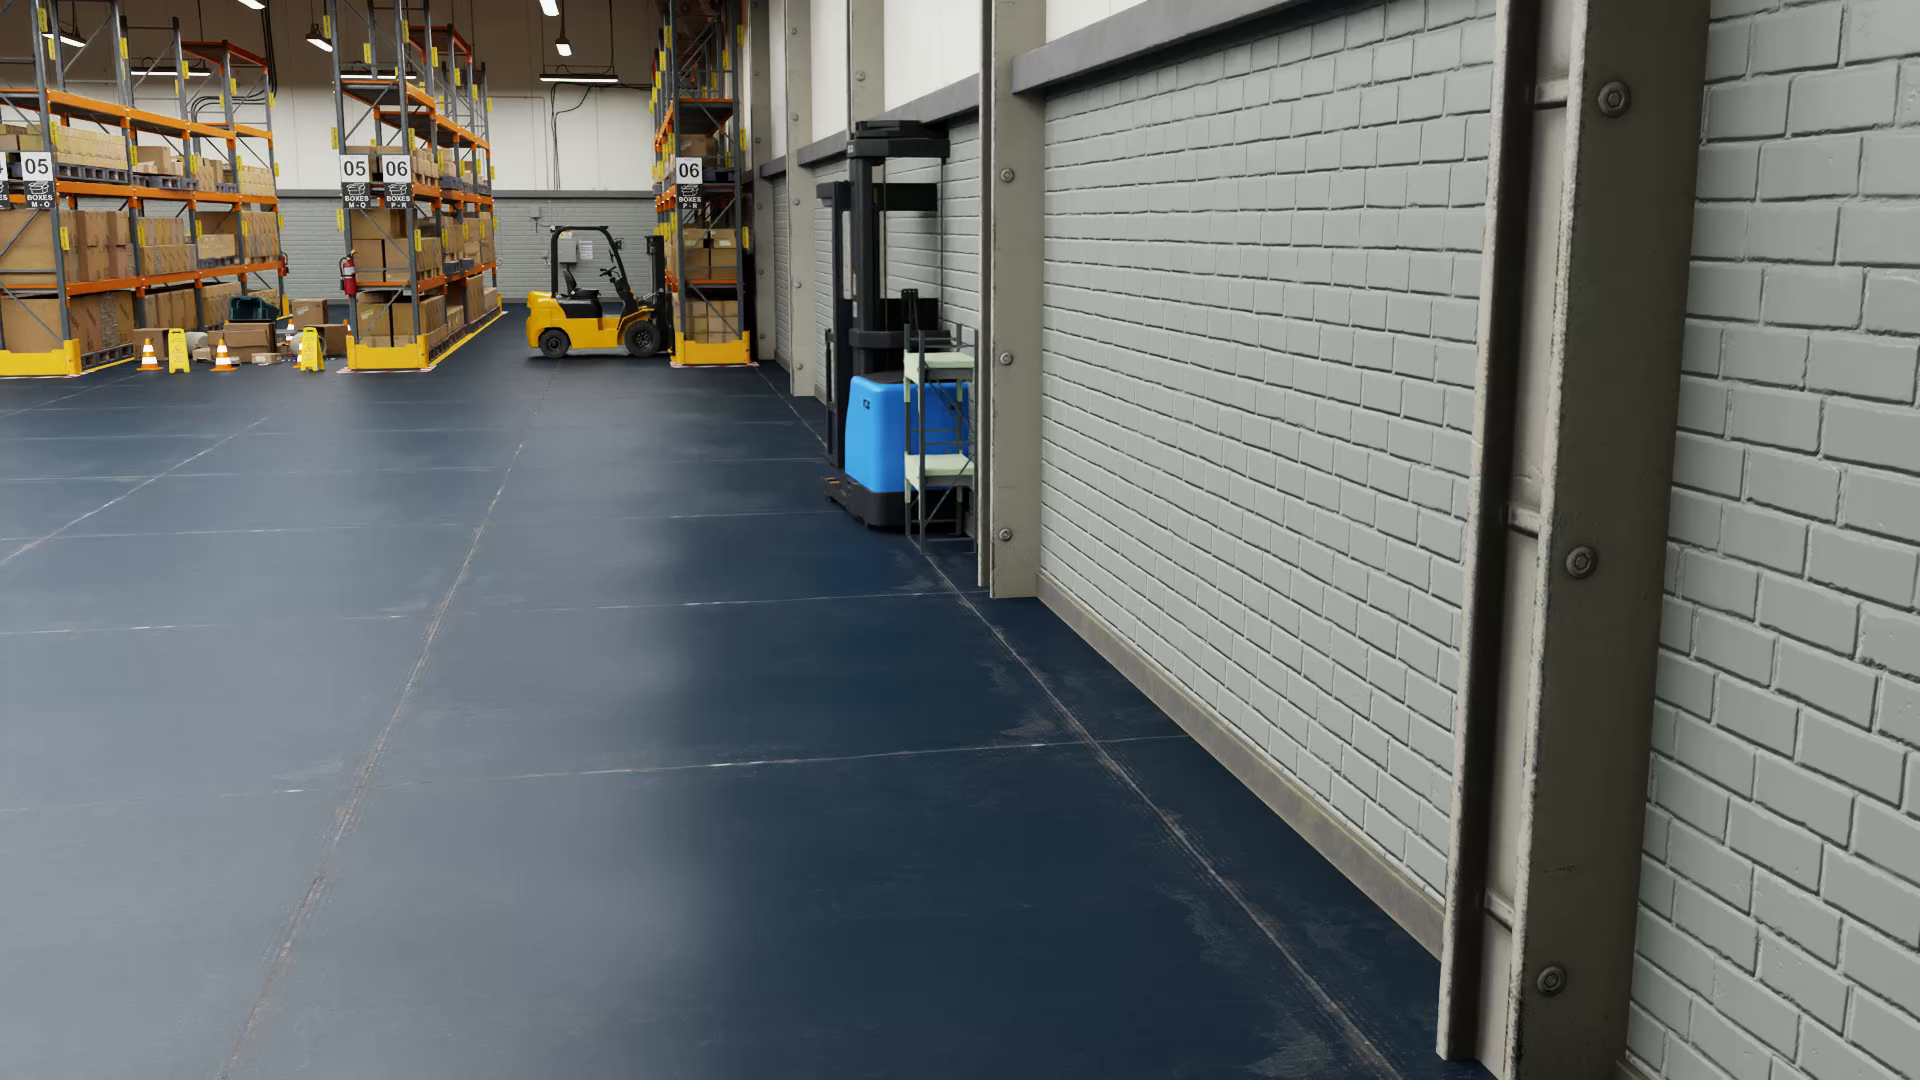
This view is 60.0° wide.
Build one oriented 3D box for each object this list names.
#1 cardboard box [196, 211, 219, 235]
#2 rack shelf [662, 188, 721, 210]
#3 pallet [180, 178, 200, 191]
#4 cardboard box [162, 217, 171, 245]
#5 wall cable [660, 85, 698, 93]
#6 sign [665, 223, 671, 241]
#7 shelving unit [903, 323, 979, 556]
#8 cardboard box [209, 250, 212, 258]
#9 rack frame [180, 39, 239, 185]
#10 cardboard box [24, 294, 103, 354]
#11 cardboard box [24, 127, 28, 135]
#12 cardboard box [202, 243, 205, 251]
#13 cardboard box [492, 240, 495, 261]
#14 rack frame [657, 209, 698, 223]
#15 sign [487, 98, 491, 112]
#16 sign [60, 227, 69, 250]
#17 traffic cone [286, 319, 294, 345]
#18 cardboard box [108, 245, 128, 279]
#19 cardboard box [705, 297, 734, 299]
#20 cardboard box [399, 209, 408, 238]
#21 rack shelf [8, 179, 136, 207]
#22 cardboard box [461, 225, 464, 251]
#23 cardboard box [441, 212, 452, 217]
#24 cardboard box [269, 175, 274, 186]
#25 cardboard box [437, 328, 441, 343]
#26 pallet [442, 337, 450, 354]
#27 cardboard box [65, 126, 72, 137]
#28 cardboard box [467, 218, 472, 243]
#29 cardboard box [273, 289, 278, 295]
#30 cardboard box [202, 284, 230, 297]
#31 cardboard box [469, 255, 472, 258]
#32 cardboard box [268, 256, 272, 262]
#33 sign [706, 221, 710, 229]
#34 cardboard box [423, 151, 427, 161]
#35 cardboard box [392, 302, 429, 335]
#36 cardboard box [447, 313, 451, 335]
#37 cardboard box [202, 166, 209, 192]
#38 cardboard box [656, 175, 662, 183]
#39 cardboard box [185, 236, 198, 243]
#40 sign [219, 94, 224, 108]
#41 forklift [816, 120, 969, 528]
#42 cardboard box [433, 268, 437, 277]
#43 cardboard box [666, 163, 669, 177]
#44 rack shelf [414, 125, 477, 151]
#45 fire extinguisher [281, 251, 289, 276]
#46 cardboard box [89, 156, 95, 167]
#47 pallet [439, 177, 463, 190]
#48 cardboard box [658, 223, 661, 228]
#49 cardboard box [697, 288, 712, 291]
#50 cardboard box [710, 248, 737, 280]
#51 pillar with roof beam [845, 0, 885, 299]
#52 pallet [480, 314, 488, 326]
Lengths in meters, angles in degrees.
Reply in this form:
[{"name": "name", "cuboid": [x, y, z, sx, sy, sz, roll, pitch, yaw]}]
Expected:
[{"name": "cardboard box", "cuboid": [-16.343, -6.894, 36.157, 0.500, 0.500, 0.500, -3, 11, -13]}, {"name": "rack shelf", "cuboid": [-5.115, -6.530, 31.886, 1.077, 0.370, 4.000, -2, 11, -11]}, {"name": "pallet", "cuboid": [-15.031, -6.662, 31.159, 1.213, 0.211, 1.003, -2, 11, -8]}, {"name": "cardboard box", "cuboid": [-14.929, -5.668, 30.513, 0.700, 0.500, 0.500, -2, 11, -12]}, {"name": "wall cable", "cuboid": [-6.902, -14.005, 46.338, 2.988, 3.039, 0.133, -2, 11, -11]}, {"name": "sign", "cuboid": [-5.256, -5.552, 29.959, 0.100, 0.325, 0.005, -2, 11, -11]}, {"name": "shelving unit", "cuboid": [-0.129, -0.704, 11.386, 0.431, 1.500, 0.755, -2, 11, -9]}, {"name": "cardboard box", "cuboid": [-15.310, -5.767, 33.520, 0.380, 0.149, 0.250, -2, 11, -9]}, {"name": "rack frame", "cuboid": [-15.986, -9.078, 35.325, 1.000, 3.000, 0.127, -2, 11, -11]}, {"name": "cardboard box", "cuboid": [-14.022, -3.376, 25.971, 0.875, 0.875, 0.875, -2, 11, -12]}, {"name": "cardboard box", "cuboid": [-14.199, -6.117, 24.940, 0.380, 0.149, 0.250, -2, 11, -10]}, {"name": "cardboard box", "cuboid": [-15.215, -5.821, 33.010, 0.380, 0.149, 0.250, -2, 11, -13]}, {"name": "cardboard box", "cuboid": [-11.575, -7.033, 40.360, 0.500, 0.500, 0.500, -2, 11, -11]}, {"name": "rack frame", "cuboid": [-7.060, -7.244, 41.736, 1.000, 3.000, 0.127, -2, 11, -11]}, {"name": "sign", "cuboid": [-11.393, -10.525, 40.218, 0.100, 0.325, 0.005, -2, 11, -11]}, {"name": "sign", "cuboid": [-13.107, -4.413, 24.335, 0.100, 0.325, 0.005, -2, 11, -11]}, {"name": "traffic cone", "cuboid": [-12.246, -3.809, 30.473, 0.336, 0.463, 0.334, -2, 11, -11]}, {"name": "cardboard box", "cuboid": [-14.217, -4.570, 27.284, 0.875, 0.550, 0.550, -2, 11, -11]}, {"name": "cardboard box", "cuboid": [-4.043, -3.935, 27.906, 0.500, 0.250, 0.500, -2, 11, -11]}, {"name": "cardboard box", "cuboid": [-9.382, -5.180, 27.154, 0.700, 0.500, 0.500, -2, 11, -11]}, {"name": "rack shelf", "cuboid": [-14.041, -5.417, 26.037, 1.077, 0.370, 4.000, -2, 11, -11]}, {"name": "cardboard box", "cuboid": [-10.011, -5.924, 32.614, 0.500, 0.500, 0.500, -2, 11, -13]}, {"name": "cardboard box", "cuboid": [-11.522, -7.233, 37.002, 0.380, 0.149, 0.250, -2, 11, -12]}, {"name": "cardboard box", "cuboid": [-16.425, -8.435, 39.032, 0.500, 0.250, 0.500, -2, 11, -13]}, {"name": "cardboard box", "cuboid": [-9.008, -3.428, 27.918, 0.500, 0.250, 0.500, -2, 11, -10]}, {"name": "pallet", "cuboid": [-9.429, -3.371, 28.841, 1.003, 0.211, 1.213, -2, 11, -11]}, {"name": "cardboard box", "cuboid": [-13.503, -6.093, 24.813, 0.380, 0.149, 0.250, -2, 11, -12]}, {"name": "cardboard box", "cuboid": [-10.420, -6.422, 34.472, 0.500, 0.500, 0.500, -2, 11, -9]}, {"name": "cardboard box", "cuboid": [-16.412, -5.875, 39.451, 0.380, 0.149, 0.250, -2, 11, -10]}, {"name": "cardboard box", "cuboid": [-15.390, -5.159, 34.337, 0.500, 0.250, 0.500, -3, 11, -14]}, {"name": "cardboard box", "cuboid": [-10.434, -5.811, 34.607, 0.500, 0.250, 0.500, -2, 11, -9]}, {"name": "cardboard box", "cuboid": [-16.276, -6.553, 38.777, 0.380, 0.149, 0.250, -2, 11, -9]}, {"name": "sign", "cuboid": [-5.738, -7.100, 37.883, 0.100, 0.325, 0.005, -2, 11, -11]}, {"name": "cardboard box", "cuboid": [-8.923, -6.273, 27.149, 0.380, 0.149, 0.250, -2, 11, -10]}, {"name": "cardboard box", "cuboid": [-8.707, -3.515, 26.367, 0.500, 0.500, 0.500, -3, 11, -13]}, {"name": "cardboard box", "cuboid": [-9.699, -3.874, 29.932, 0.950, 0.372, 0.625, -2, 11, -10]}, {"name": "cardboard box", "cuboid": [-15.162, -7.126, 32.824, 0.500, 0.500, 0.500, -2, 11, -11]}, {"name": "cardboard box", "cuboid": [-6.372, -7.813, 35.982, 0.380, 0.149, 0.250, -2, 11, -10]}, {"name": "cardboard box", "cuboid": [-15.109, -5.865, 32.447, 0.380, 0.149, 0.250, -2, 11, -11]}, {"name": "sign", "cuboid": [-17.296, -10.290, 38.981, 0.100, 0.325, 0.005, -2, 11, -11]}, {"name": "forklift", "cuboid": [-0.505, -1.763, 13.118, 1.130, 2.935, 3.031, -3, 11, -15]}, {"name": "cardboard box", "cuboid": [-9.032, -4.505, 28.014, 0.380, 0.149, 0.250, -2, 11, -12]}, {"name": "cardboard box", "cuboid": [-5.255, -6.993, 31.242, 0.500, 0.311, 0.500, -3, 11, -13]}, {"name": "rack shelf", "cuboid": [-10.761, -8.360, 34.546, 1.077, 0.370, 4.000, -2, 11, -11]}, {"name": "fire extinguisher", "cuboid": [-16.360, -6.706, 40.114, 0.296, 0.674, 0.183, -2, 11, -11]}, {"name": "cardboard box", "cuboid": [-13.700, -5.888, 25.870, 0.380, 0.149, 0.250, -2, 11, -10]}, {"name": "pallet", "cuboid": [-9.815, -6.551, 30.572, 1.213, 0.211, 1.003, -2, 11, -11]}, {"name": "cardboard box", "cuboid": [-6.944, -7.317, 39.718, 0.500, 0.500, 0.500, -2, 11, -10]}, {"name": "cardboard box", "cuboid": [-5.300, -5.181, 34.723, 0.380, 0.149, 0.250, -2, 11, -8]}, {"name": "cardboard box", "cuboid": [-3.772, -4.460, 26.839, 0.500, 0.500, 0.500, -2, 11, -9]}, {"name": "pillar with roof beam", "cuboid": [-5.088, -5.060, 14.214, 9.100, 9.000, 0.400, -2, 11, -11]}, {"name": "pallet", "cuboid": [-10.926, -4.821, 36.461, 1.003, 0.211, 1.213, -2, 11, -11]}]
